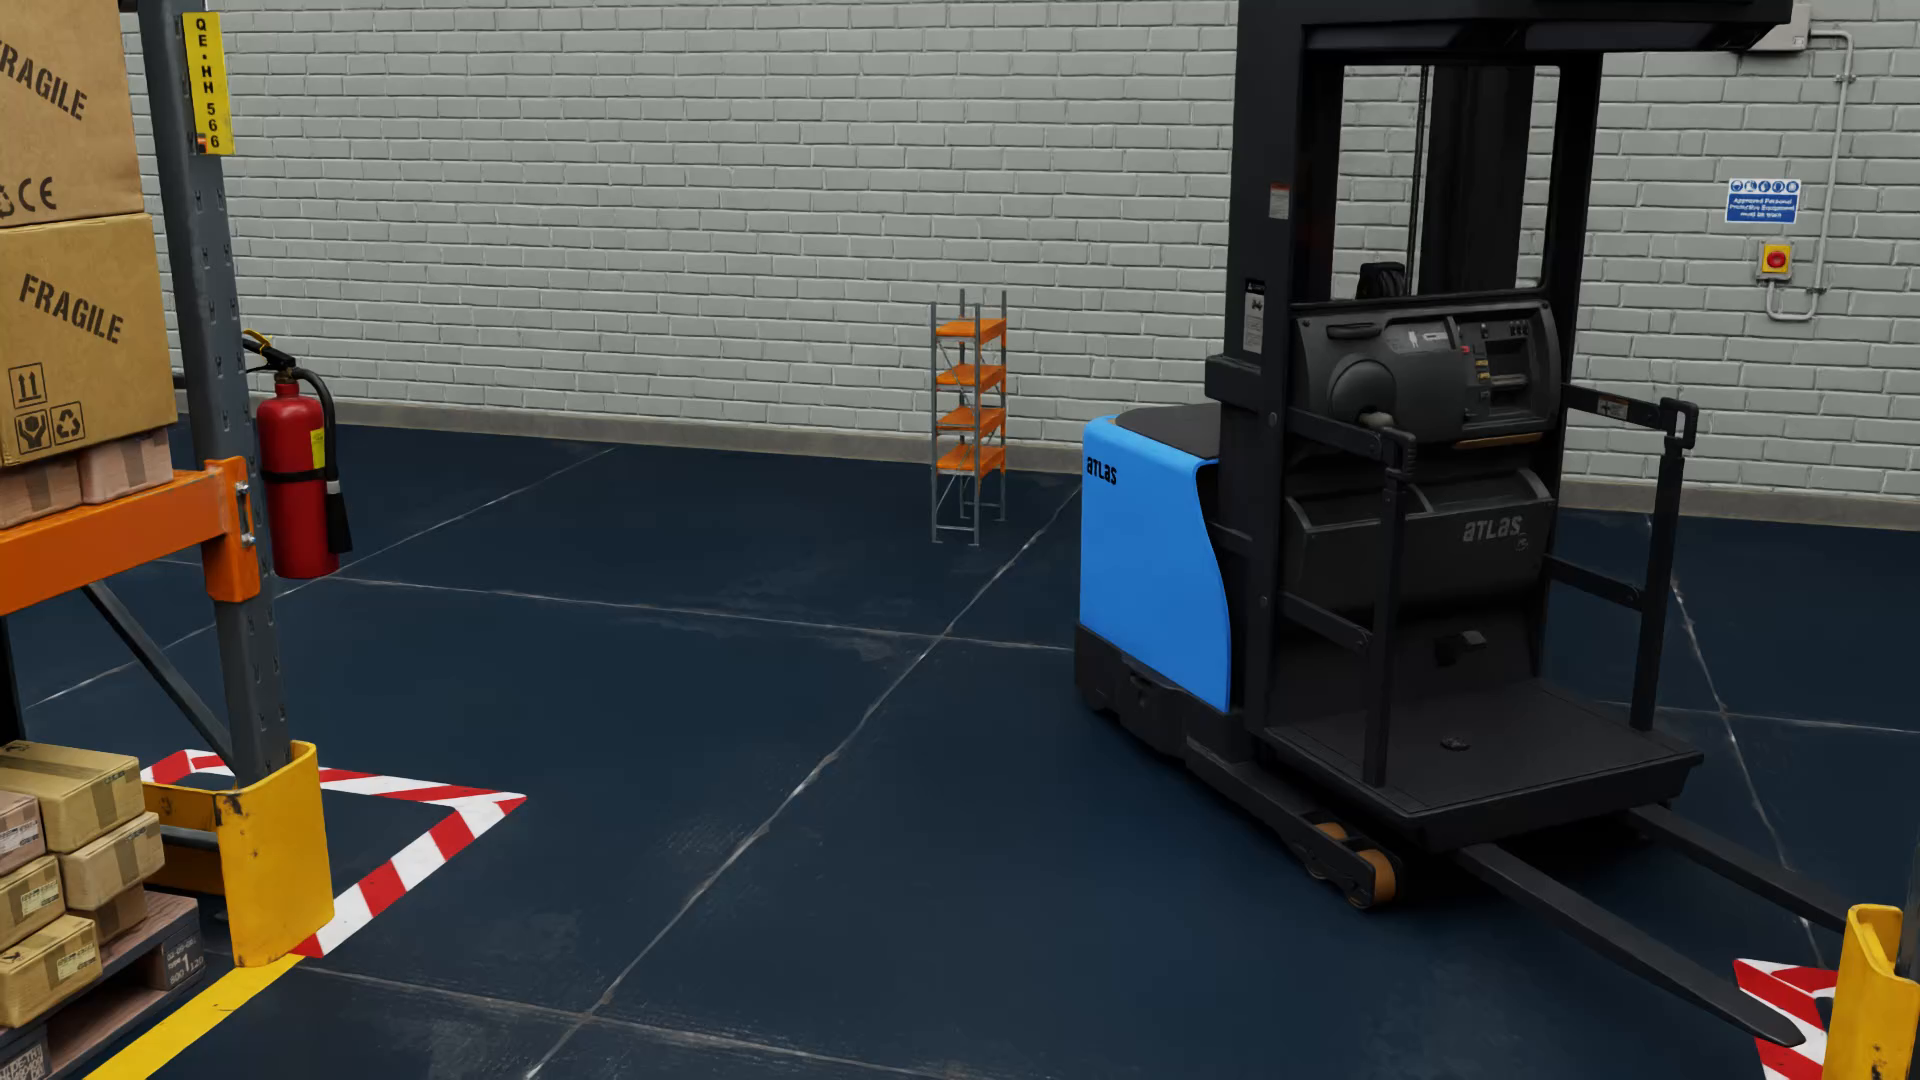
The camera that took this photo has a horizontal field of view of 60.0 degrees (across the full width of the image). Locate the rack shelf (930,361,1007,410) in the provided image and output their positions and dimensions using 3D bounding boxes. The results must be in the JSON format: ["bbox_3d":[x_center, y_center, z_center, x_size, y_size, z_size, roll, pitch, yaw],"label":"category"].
[{"bbox_3d":[0.047,-0.771,8.276,0.258,0.148,0.480,5,16,16],"label":"rack shelf"}]

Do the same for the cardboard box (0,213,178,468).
[{"bbox_3d":[-2.195,-0.478,3.791,0.500,0.500,0.500,5,17,17],"label":"cardboard box"}]

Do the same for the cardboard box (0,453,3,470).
[{"bbox_3d":[-2.347,-0.344,3.317,0.500,0.500,0.500,4,16,15],"label":"cardboard box"}]

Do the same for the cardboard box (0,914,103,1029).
[{"bbox_3d":[-2.240,0.974,3.854,0.380,0.149,0.250,5,17,18],"label":"cardboard box"}]

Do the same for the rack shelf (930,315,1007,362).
[{"bbox_3d":[0.047,-0.999,8.211,0.258,0.148,0.480,5,16,16],"label":"rack shelf"}]

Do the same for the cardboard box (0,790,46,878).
[{"bbox_3d":[-2.348,0.678,3.807,0.380,0.149,0.250,5,17,17],"label":"cardboard box"}]

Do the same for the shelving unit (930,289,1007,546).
[{"bbox_3d":[0.047,-0.621,8.318,0.258,1.200,0.503,5,16,16],"label":"shelving unit"}]

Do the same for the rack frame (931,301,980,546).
[{"bbox_3d":[-0.022,-0.557,8.093,0.240,1.200,0.015,5,16,16],"label":"rack frame"}]

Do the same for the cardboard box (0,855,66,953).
[{"bbox_3d":[-2.317,0.826,3.830,0.380,0.149,0.250,4,16,15],"label":"cardboard box"}]

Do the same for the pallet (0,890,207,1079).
[{"bbox_3d":[-2.601,1.146,3.901,1.003,0.211,1.213,5,16,16],"label":"pallet"}]

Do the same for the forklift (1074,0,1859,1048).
[{"bbox_3d":[1.489,-0.507,4.744,1.130,2.935,3.031,-7,17,-23],"label":"forklift"}]

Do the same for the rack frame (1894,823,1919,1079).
[{"bbox_3d":[2.463,-0.067,3.069,0.949,2.616,0.053,5,16,16],"label":"rack frame"}]

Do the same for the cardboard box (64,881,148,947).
[{"bbox_3d":[-2.264,0.899,4.119,0.380,0.149,0.250,5,17,17],"label":"cardboard box"}]

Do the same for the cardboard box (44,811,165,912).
[{"bbox_3d":[-2.191,0.762,4.056,0.380,0.149,0.250,4,16,14],"label":"cardboard box"}]

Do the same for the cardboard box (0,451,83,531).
[{"bbox_3d":[-2.243,-0.135,3.767,0.380,0.149,0.250,5,16,16],"label":"cardboard box"}]

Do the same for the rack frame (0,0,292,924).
[{"bbox_3d":[-2.315,-0.425,4.330,1.000,3.000,0.127,5,16,16],"label":"rack frame"}]

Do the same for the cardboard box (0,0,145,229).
[{"bbox_3d":[-2.206,-0.958,3.649,0.500,0.500,0.500,4,16,15],"label":"cardboard box"}]

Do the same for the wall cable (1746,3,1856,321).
[{"bbox_3d":[4.040,-2.048,8.134,0.585,1.953,0.123,5,16,16],"label":"wall cable"}]

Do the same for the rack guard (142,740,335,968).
[{"bbox_3d":[-2.336,0.798,4.601,1.175,0.500,0.348,5,16,16],"label":"rack guard"}]

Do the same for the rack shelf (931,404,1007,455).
[{"bbox_3d":[0.047,-0.556,8.337,0.258,0.148,0.480,5,16,16],"label":"rack shelf"}]

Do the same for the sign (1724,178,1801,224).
[{"bbox_3d":[4.011,-1.694,8.310,0.327,0.218,0.001,5,16,16],"label":"sign"}]

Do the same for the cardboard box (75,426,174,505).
[{"bbox_3d":[-2.136,-0.197,3.986,0.380,0.149,0.250,5,16,16],"label":"cardboard box"}]

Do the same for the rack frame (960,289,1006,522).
[{"bbox_3d":[0.116,-0.684,8.543,0.240,1.200,0.015,5,16,16],"label":"rack frame"}]

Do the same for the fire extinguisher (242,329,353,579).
[{"bbox_3d":[-1.800,-0.238,4.498,0.296,0.674,0.183,5,16,16],"label":"fire extinguisher"}]

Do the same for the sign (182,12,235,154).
[{"bbox_3d":[-1.788,-1.086,3.959,0.100,0.325,0.005,5,16,16],"label":"sign"}]

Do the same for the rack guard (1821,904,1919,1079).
[{"bbox_3d":[2.467,1.129,3.433,1.175,0.500,0.348,5,16,16],"label":"rack guard"}]

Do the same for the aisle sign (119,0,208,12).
[{"bbox_3d":[-2.006,-1.671,3.961,0.394,0.787,0.004,5,16,16],"label":"aisle sign"}]

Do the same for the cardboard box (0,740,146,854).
[{"bbox_3d":[-2.222,0.617,4.023,0.380,0.149,0.250,5,17,17],"label":"cardboard box"}]

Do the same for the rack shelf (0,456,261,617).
[{"bbox_3d":[-2.883,0.445,2.583,1.077,0.370,4.000,5,16,16],"label":"rack shelf"}]

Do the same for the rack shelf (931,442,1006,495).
[{"bbox_3d":[0.047,-0.365,8.391,0.258,0.148,0.480,5,16,16],"label":"rack shelf"}]
